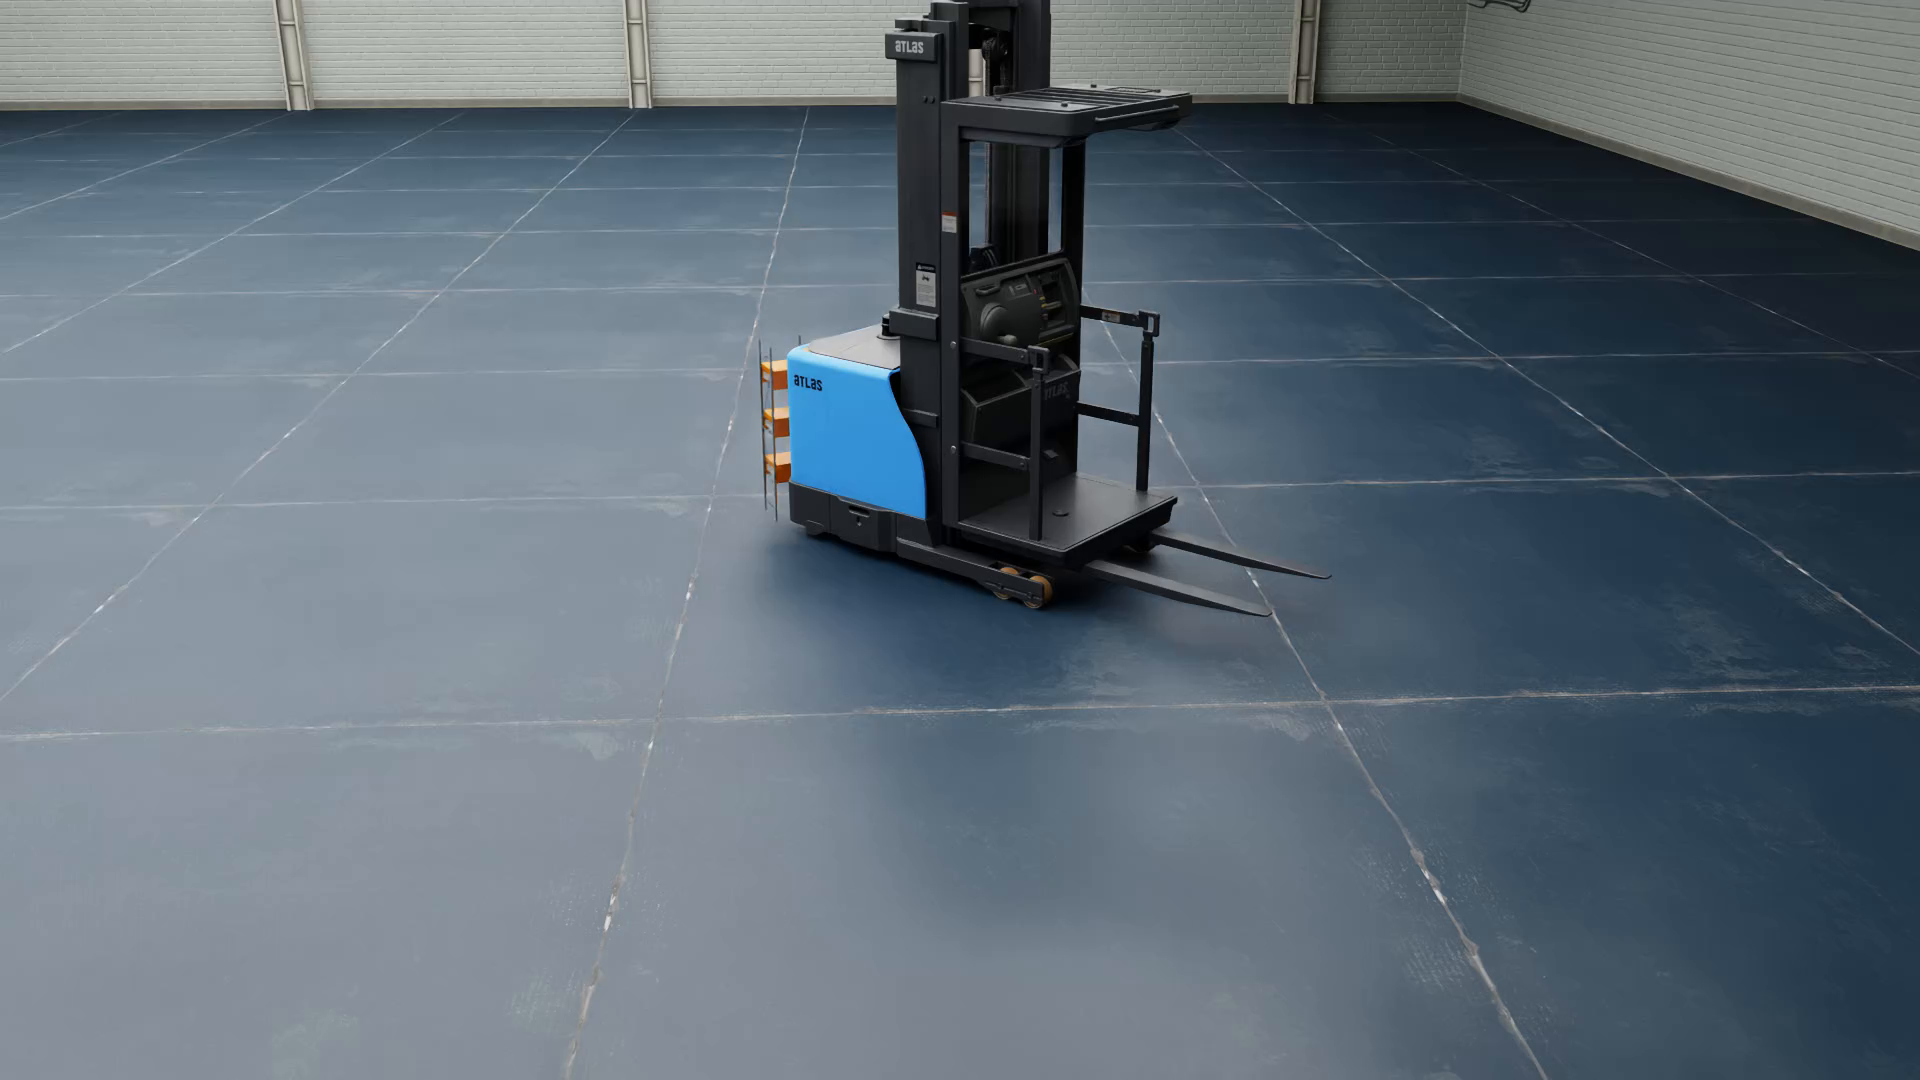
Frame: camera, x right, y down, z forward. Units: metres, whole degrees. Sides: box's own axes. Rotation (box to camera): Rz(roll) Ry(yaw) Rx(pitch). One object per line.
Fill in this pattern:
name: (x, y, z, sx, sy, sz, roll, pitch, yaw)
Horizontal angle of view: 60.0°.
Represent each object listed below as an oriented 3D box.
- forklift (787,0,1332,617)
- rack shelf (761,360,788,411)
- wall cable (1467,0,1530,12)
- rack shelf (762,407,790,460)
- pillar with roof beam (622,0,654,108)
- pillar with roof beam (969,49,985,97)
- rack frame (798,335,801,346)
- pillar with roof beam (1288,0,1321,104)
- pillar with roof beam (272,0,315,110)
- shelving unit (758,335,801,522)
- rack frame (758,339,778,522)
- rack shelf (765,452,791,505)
forklift: (0.486, -1.231, 8.572, 3.031, 2.935, 1.130, 16, 26, 36)
rack shelf: (-0.999, -0.901, 9.575, 0.240, 0.259, 0.215, -10, 24, -24)
wall cable: (9.271, -10.372, 28.417, 0.112, 2.526, 3.097, -1, 21, -3)
rack shelf: (-1.001, -0.637, 9.680, 0.240, 0.259, 0.215, -10, 24, -24)
pillar with roof beam: (-5.480, -10.460, 24.285, 0.400, 9.000, 9.100, -1, 21, -3)
pillar with roof beam: (0.510, -10.582, 24.605, 0.400, 9.000, 9.100, -1, 21, -3)
rack frame: (-0.892, -0.666, 9.726, 0.008, 1.050, 0.200, -10, 24, -24)
pillar with roof beam: (6.501, -10.704, 24.925, 0.400, 9.000, 9.100, -1, 21, -3)
pillar with roof beam: (-11.470, -10.338, 23.965, 0.400, 9.000, 9.100, -1, 21, -3)
shelving unit: (-1.001, -0.647, 9.676, 0.252, 1.050, 0.215, -10, 24, -24)
rack frame: (-1.111, -0.628, 9.626, 0.008, 1.050, 0.200, -10, 24, -24)
rack shelf: (-1.004, -0.379, 9.783, 0.240, 0.259, 0.215, -10, 24, -24)
